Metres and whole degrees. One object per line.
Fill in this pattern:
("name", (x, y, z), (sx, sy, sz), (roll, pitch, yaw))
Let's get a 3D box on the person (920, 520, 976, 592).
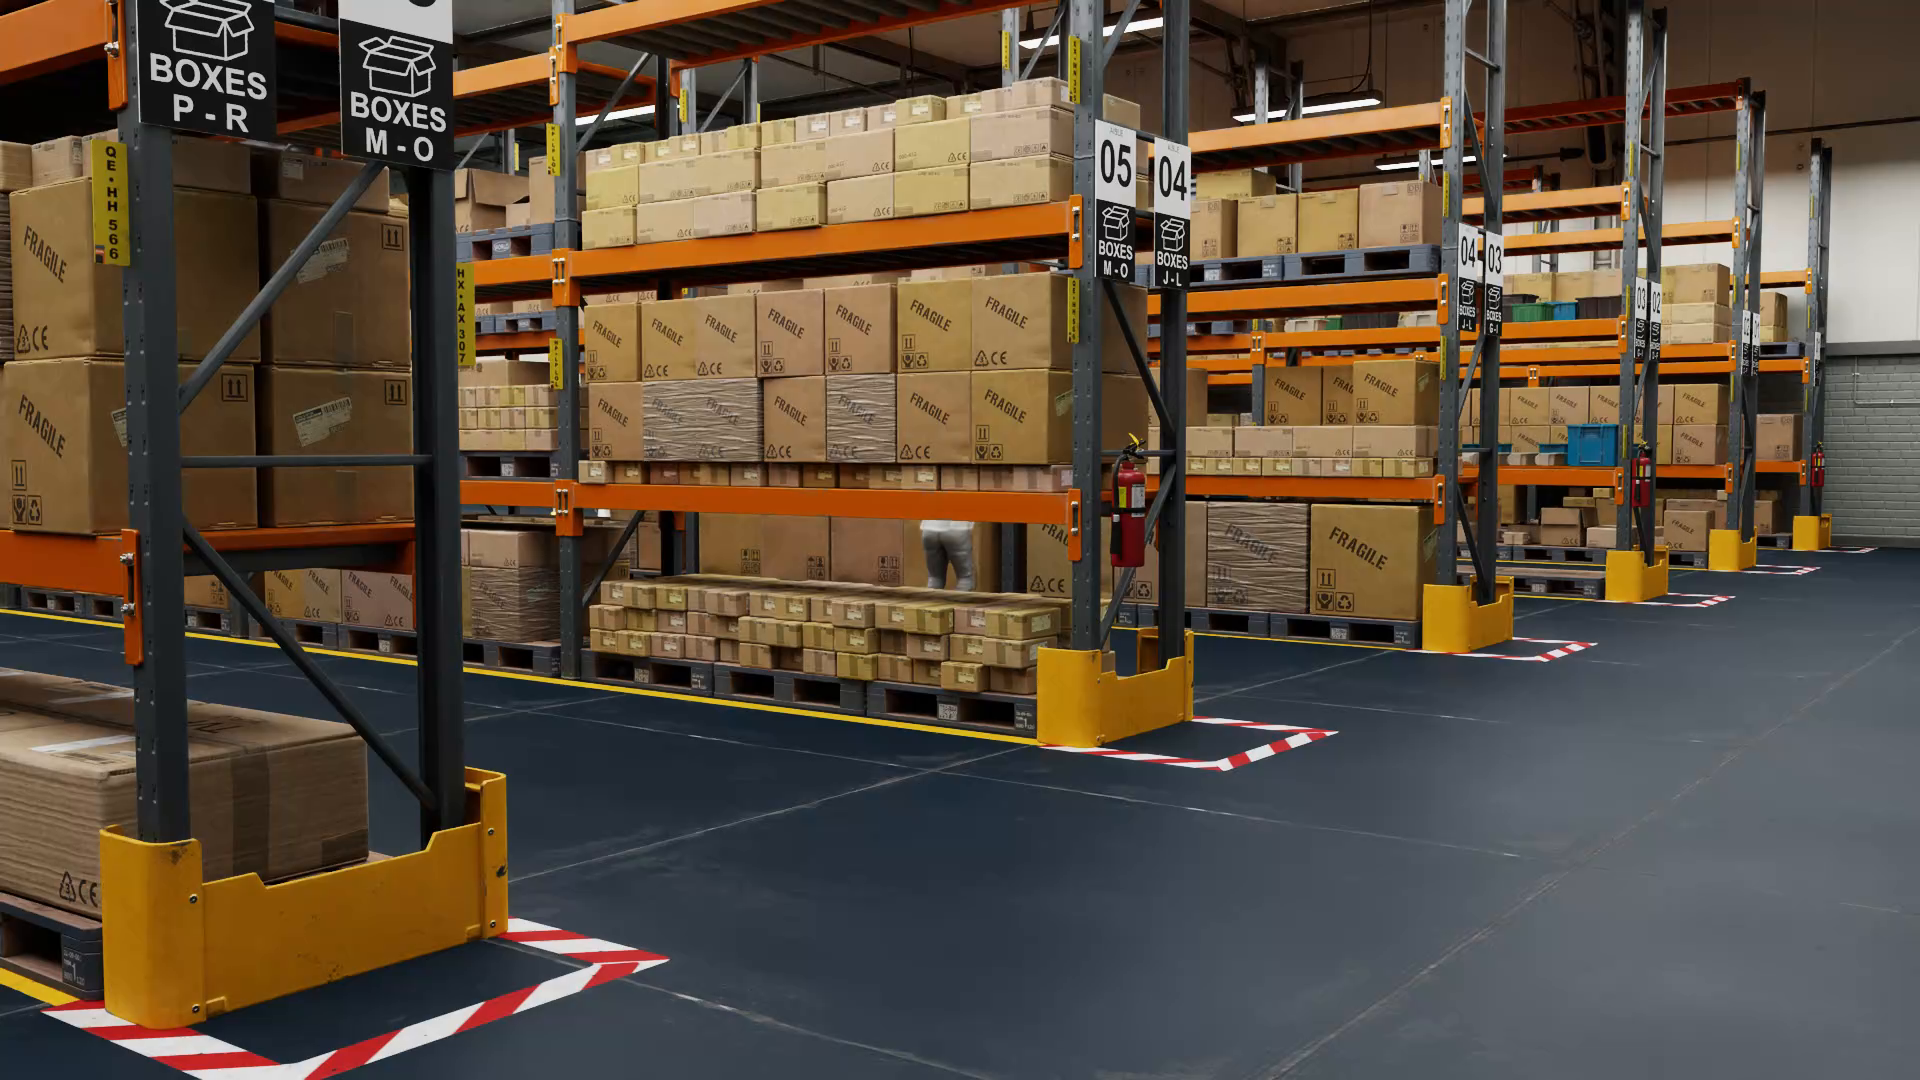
("person", (-0.107, -0.034, 13.517), (0.481, 1.643, 0.422), (2, 4, 31))
